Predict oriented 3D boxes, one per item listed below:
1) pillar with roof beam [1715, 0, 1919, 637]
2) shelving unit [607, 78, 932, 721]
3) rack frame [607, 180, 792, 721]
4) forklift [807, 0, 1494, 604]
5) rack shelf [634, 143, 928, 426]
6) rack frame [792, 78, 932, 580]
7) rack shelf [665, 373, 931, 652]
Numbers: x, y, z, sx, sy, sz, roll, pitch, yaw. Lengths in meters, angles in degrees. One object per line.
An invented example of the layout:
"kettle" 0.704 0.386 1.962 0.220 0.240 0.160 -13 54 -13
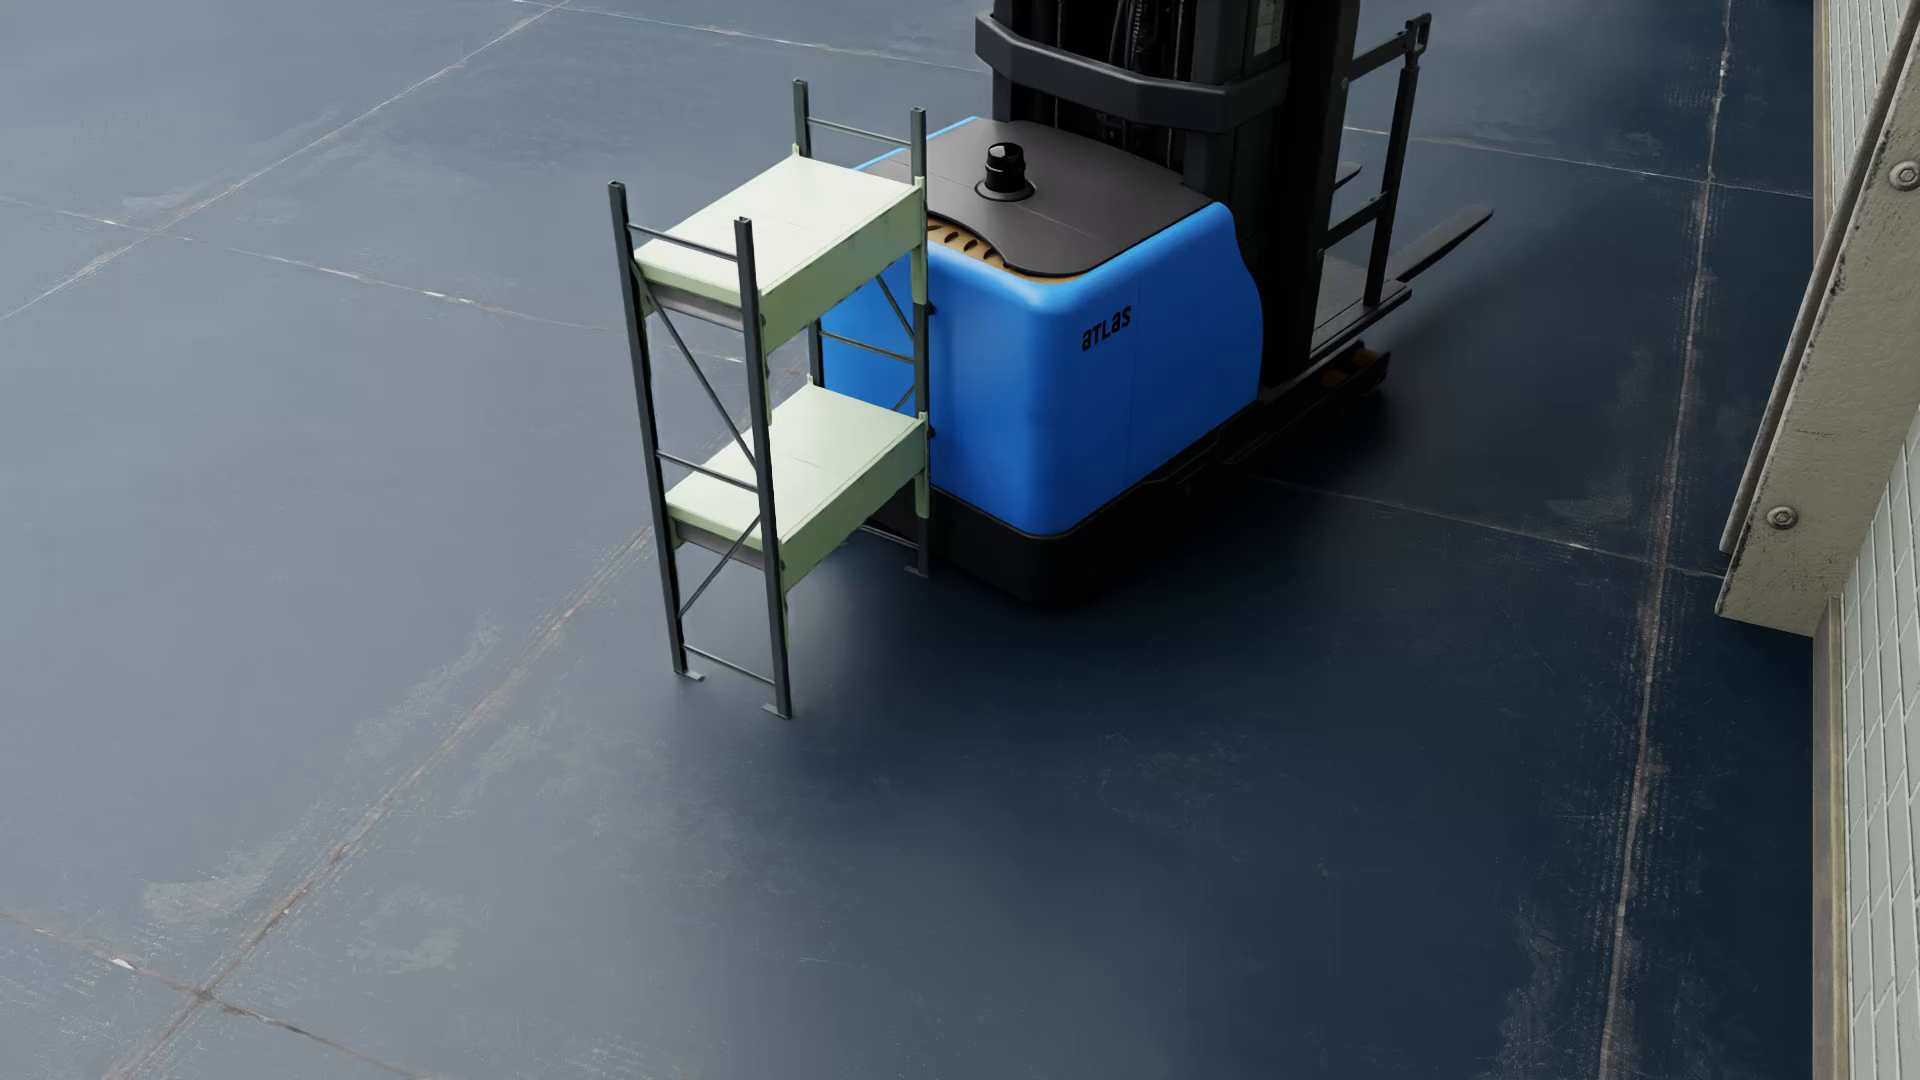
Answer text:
"pillar with roof beam" -1.515 -4.437 3.670 9.100 9.000 0.400 14 39 18
"shelving unit" -0.452 -0.357 4.475 0.431 1.500 0.755 20 41 24
"rack frame" -0.640 -0.169 4.224 0.400 1.500 0.023 20 41 24
"forklift" 0.877 -1.784 5.188 1.130 2.935 3.031 28 45 32
"rack shelf" -0.452 -0.670 4.241 0.431 0.370 0.720 20 41 24
"rack frame" -0.263 -0.545 4.726 0.400 1.500 0.023 20 41 24
"rack shelf" -0.452 -0.096 4.670 0.431 0.370 0.720 20 41 24
